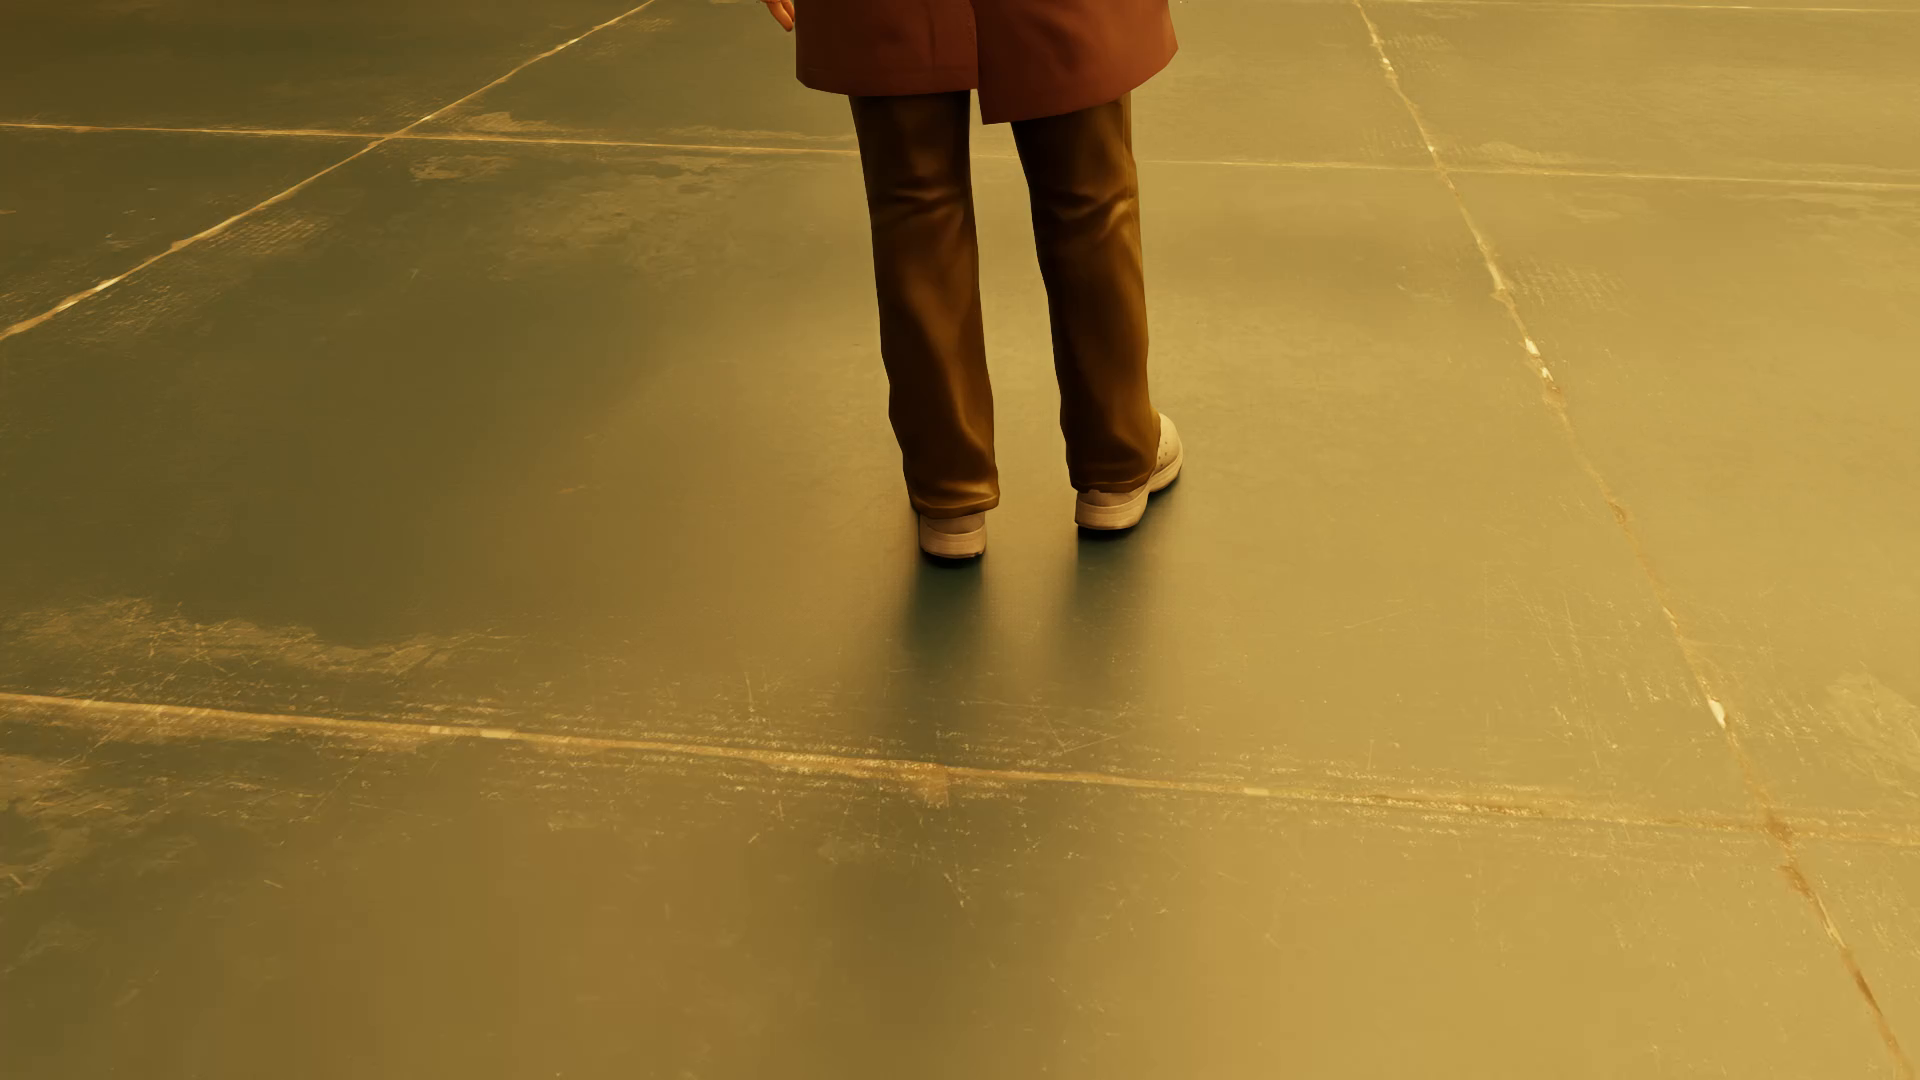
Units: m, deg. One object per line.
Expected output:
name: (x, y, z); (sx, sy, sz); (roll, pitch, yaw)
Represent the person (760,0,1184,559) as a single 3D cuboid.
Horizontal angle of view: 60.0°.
person: (0.017, -0.842, 2.180); (0.696, 1.776, 0.582); (3, 27, 7)
